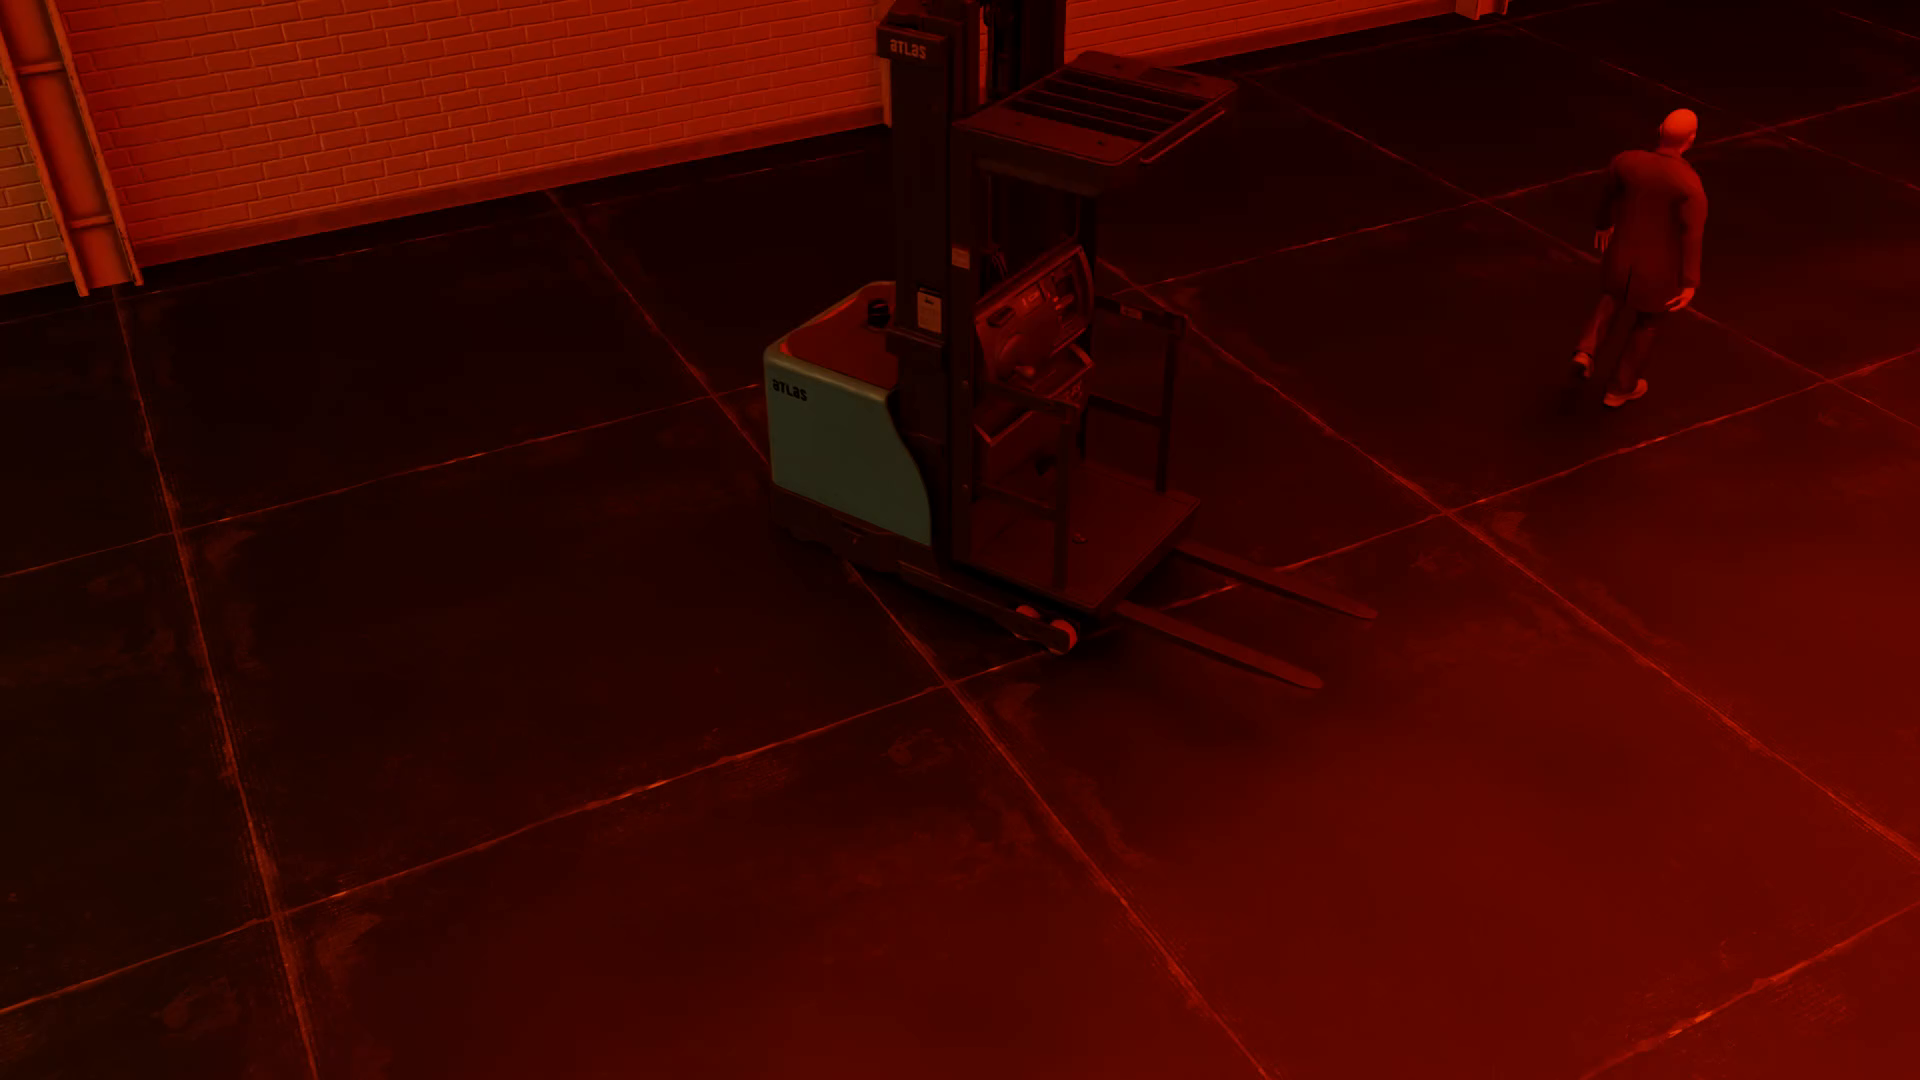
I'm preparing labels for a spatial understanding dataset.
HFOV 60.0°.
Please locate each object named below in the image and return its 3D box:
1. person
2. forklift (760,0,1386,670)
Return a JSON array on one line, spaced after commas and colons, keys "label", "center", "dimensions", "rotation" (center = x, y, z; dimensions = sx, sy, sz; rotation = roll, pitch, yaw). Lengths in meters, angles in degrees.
[{"label": "person", "center": [3.909, -1.617, 9.428], "dimensions": [0.750, 1.758, 0.480], "rotation": [29, 44, 35]}, {"label": "forklift", "center": [0.548, -1.031, 7.581], "dimensions": [3.031, 2.935, 1.130], "rotation": [18, 39, 23]}]
